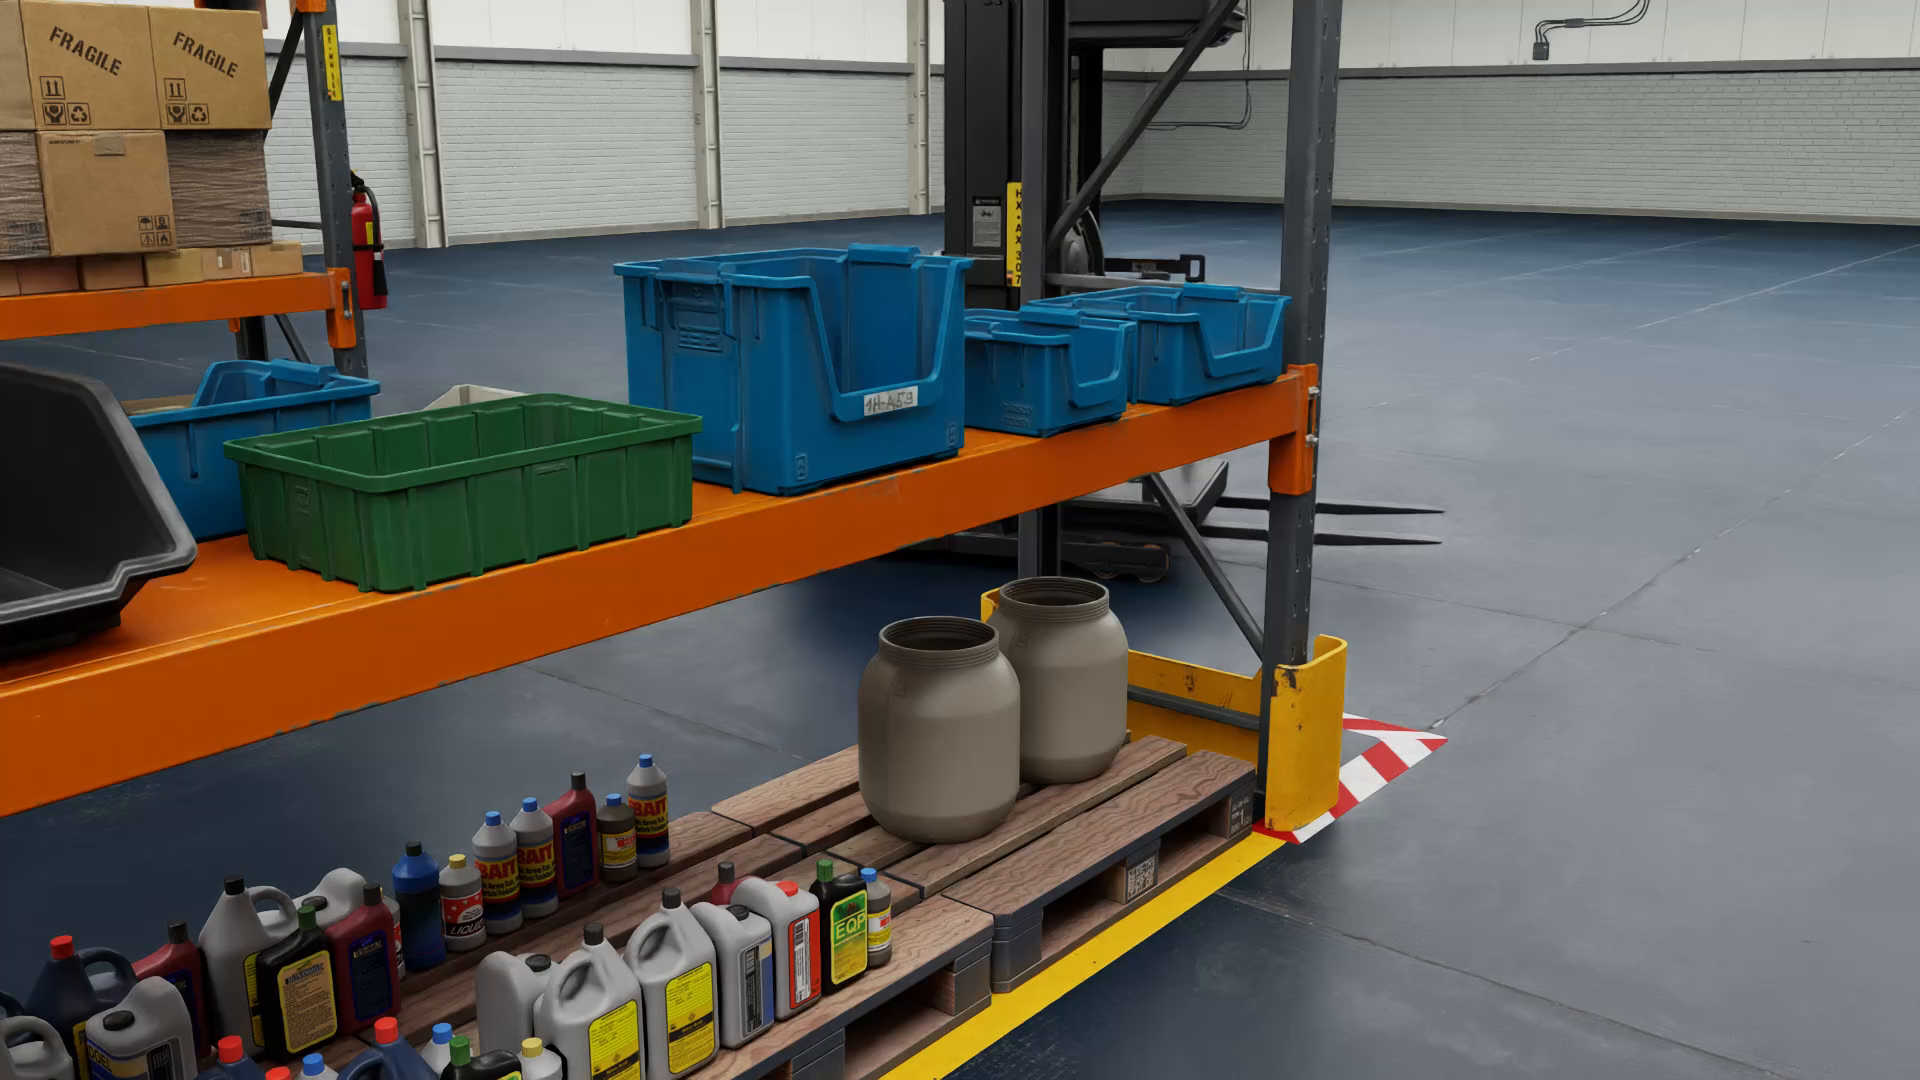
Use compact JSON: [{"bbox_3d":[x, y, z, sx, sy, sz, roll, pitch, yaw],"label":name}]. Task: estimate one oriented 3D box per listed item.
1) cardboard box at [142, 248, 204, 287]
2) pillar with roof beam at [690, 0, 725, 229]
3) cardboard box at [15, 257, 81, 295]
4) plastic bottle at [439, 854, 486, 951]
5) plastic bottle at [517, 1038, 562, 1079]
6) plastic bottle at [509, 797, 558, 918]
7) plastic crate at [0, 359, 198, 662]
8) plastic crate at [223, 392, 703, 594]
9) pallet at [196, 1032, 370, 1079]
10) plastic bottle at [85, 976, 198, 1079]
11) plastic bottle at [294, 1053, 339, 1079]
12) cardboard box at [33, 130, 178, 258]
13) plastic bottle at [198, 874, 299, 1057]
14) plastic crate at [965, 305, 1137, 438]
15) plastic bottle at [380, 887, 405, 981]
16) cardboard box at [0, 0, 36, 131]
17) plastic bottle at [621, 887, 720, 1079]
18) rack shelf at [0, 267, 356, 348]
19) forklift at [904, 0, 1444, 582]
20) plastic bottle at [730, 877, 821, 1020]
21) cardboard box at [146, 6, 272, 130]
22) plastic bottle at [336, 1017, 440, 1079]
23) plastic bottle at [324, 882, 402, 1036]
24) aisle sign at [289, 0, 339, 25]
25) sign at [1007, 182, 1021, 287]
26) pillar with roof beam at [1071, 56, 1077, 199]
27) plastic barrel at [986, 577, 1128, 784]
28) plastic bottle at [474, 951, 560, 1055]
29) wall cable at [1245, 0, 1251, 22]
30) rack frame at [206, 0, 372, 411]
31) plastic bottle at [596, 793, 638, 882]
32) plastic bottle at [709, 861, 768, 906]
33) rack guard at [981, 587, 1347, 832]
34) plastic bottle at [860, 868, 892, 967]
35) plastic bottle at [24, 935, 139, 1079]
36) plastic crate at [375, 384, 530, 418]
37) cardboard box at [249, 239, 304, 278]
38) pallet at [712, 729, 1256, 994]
[{"bbox_3d":[-3.530,-1.204,7.280,0.380,0.149,0.250,11,18,38],"label":"cardboard box"},{"bbox_3d":[-1.285,-9.511,27.287,9.100,9.000,0.400,11,18,38],"label":"pillar with roof beam"},{"bbox_3d":[-3.889,-1.117,6.937,0.380,0.149,0.250,11,18,38],"label":"cardboard box"},{"bbox_3d":[-1.107,0.797,3.685,0.097,0.201,0.097,0,14,0],"label":"plastic bottle"},{"bbox_3d":[-0.754,0.983,2.952,0.097,0.201,0.097,0,14,0],"label":"plastic bottle"},{"bbox_3d":[-0.982,0.724,3.827,0.097,0.271,0.097,0,14,0],"label":"plastic bottle"},{"bbox_3d":[-1.471,-0.034,2.290,0.767,0.338,0.504,11,18,38],"label":"plastic crate"},{"bbox_3d":[-0.826,-0.097,2.842,0.450,0.188,0.662,11,18,38],"label":"plastic crate"},{"bbox_3d":[-1.444,1.246,2.789,1.003,0.211,1.213,11,18,38],"label":"pallet"},{"bbox_3d":[-1.466,0.937,2.980,0.152,0.276,0.135,11,18,38],"label":"plastic bottle"},{"bbox_3d":[-1.071,0.989,2.785,0.097,0.271,0.097,0,14,0],"label":"plastic bottle"},{"bbox_3d":[-3.825,-1.493,7.100,0.875,0.500,0.500,11,18,38],"label":"cardboard box"},{"bbox_3d":[-1.394,0.821,3.286,0.144,0.351,0.185,11,18,37],"label":"plastic bottle"},{"bbox_3d":[0.121,-0.412,3.953,0.499,0.251,0.408,11,18,38],"label":"plastic crate"},{"bbox_3d":[-1.236,0.836,3.530,0.097,0.201,0.097,0,14,0],"label":"plastic bottle"},{"bbox_3d":[-4.016,-1.857,6.504,0.500,0.500,0.500,11,18,38],"label":"cardboard box"},{"bbox_3d":[-0.566,0.844,3.195,0.144,0.351,0.185,12,19,40],"label":"plastic bottle"},{"bbox_3d":[-4.494,-0.784,6.578,1.077,0.370,4.000,11,18,38],"label":"rack shelf"},{"bbox_3d":[0.723,-1.379,7.599,3.031,2.935,1.130,4,15,16],"label":"forklift"},{"bbox_3d":[-0.378,0.821,3.437,0.152,0.276,0.135,11,18,38],"label":"plastic bottle"},{"bbox_3d":[-3.390,-2.049,7.260,0.500,0.500,0.500,11,18,38],"label":"cardboard box"},{"bbox_3d":[-0.950,0.961,2.735,0.144,0.351,0.185,10,18,35],"label":"plastic bottle"},{"bbox_3d":[-1.206,0.839,3.350,0.061,0.283,0.133,11,18,38],"label":"plastic bottle"},{"bbox_3d":[-2.965,-2.741,7.541,0.394,0.787,0.004,11,18,38],"label":"aisle sign"},{"bbox_3d":[0.190,-0.969,5.284,0.100,0.325,0.005,11,18,38],"label":"sign"},{"bbox_3d":[6.257,-11.810,36.334,9.100,9.000,0.400,11,18,38],"label":"pillar with roof beam"},{"bbox_3d":[0.261,0.391,4.692,0.421,0.512,0.421,0,14,0],"label":"plastic barrel"},{"bbox_3d":[-0.814,0.898,3.136,0.152,0.276,0.135,11,18,38],"label":"plastic bottle"},{"bbox_3d":[7.893,-13.359,38.484,3.097,2.526,0.112,11,18,38],"label":"wall cable"},{"bbox_3d":[-3.237,-1.516,7.997,1.000,3.000,0.127,11,18,38],"label":"rack frame"},{"bbox_3d":[-0.832,0.713,4.016,0.097,0.201,0.097,0,14,0],"label":"plastic bottle"},{"bbox_3d":[-0.461,0.801,3.500,0.061,0.283,0.133,11,18,38],"label":"plastic bottle"},{"bbox_3d":[0.604,0.484,5.202,1.175,0.500,0.348,11,18,38],"label":"rack guard"},{"bbox_3d":[-0.198,0.813,3.619,0.097,0.201,0.097,0,14,0],"label":"plastic bottle"},{"bbox_3d":[-1.597,0.883,3.042,0.144,0.351,0.185,10,17,35],"label":"plastic bottle"},{"bbox_3d":[-1.075,-0.206,3.376,0.530,0.136,0.437,11,18,38],"label":"plastic crate"},{"bbox_3d":[-3.256,-1.307,7.688,0.380,0.149,0.250,11,18,38],"label":"cardboard box"},{"bbox_3d":[0.090,0.779,4.628,1.003,0.211,1.213,11,18,38],"label":"pallet"}]
